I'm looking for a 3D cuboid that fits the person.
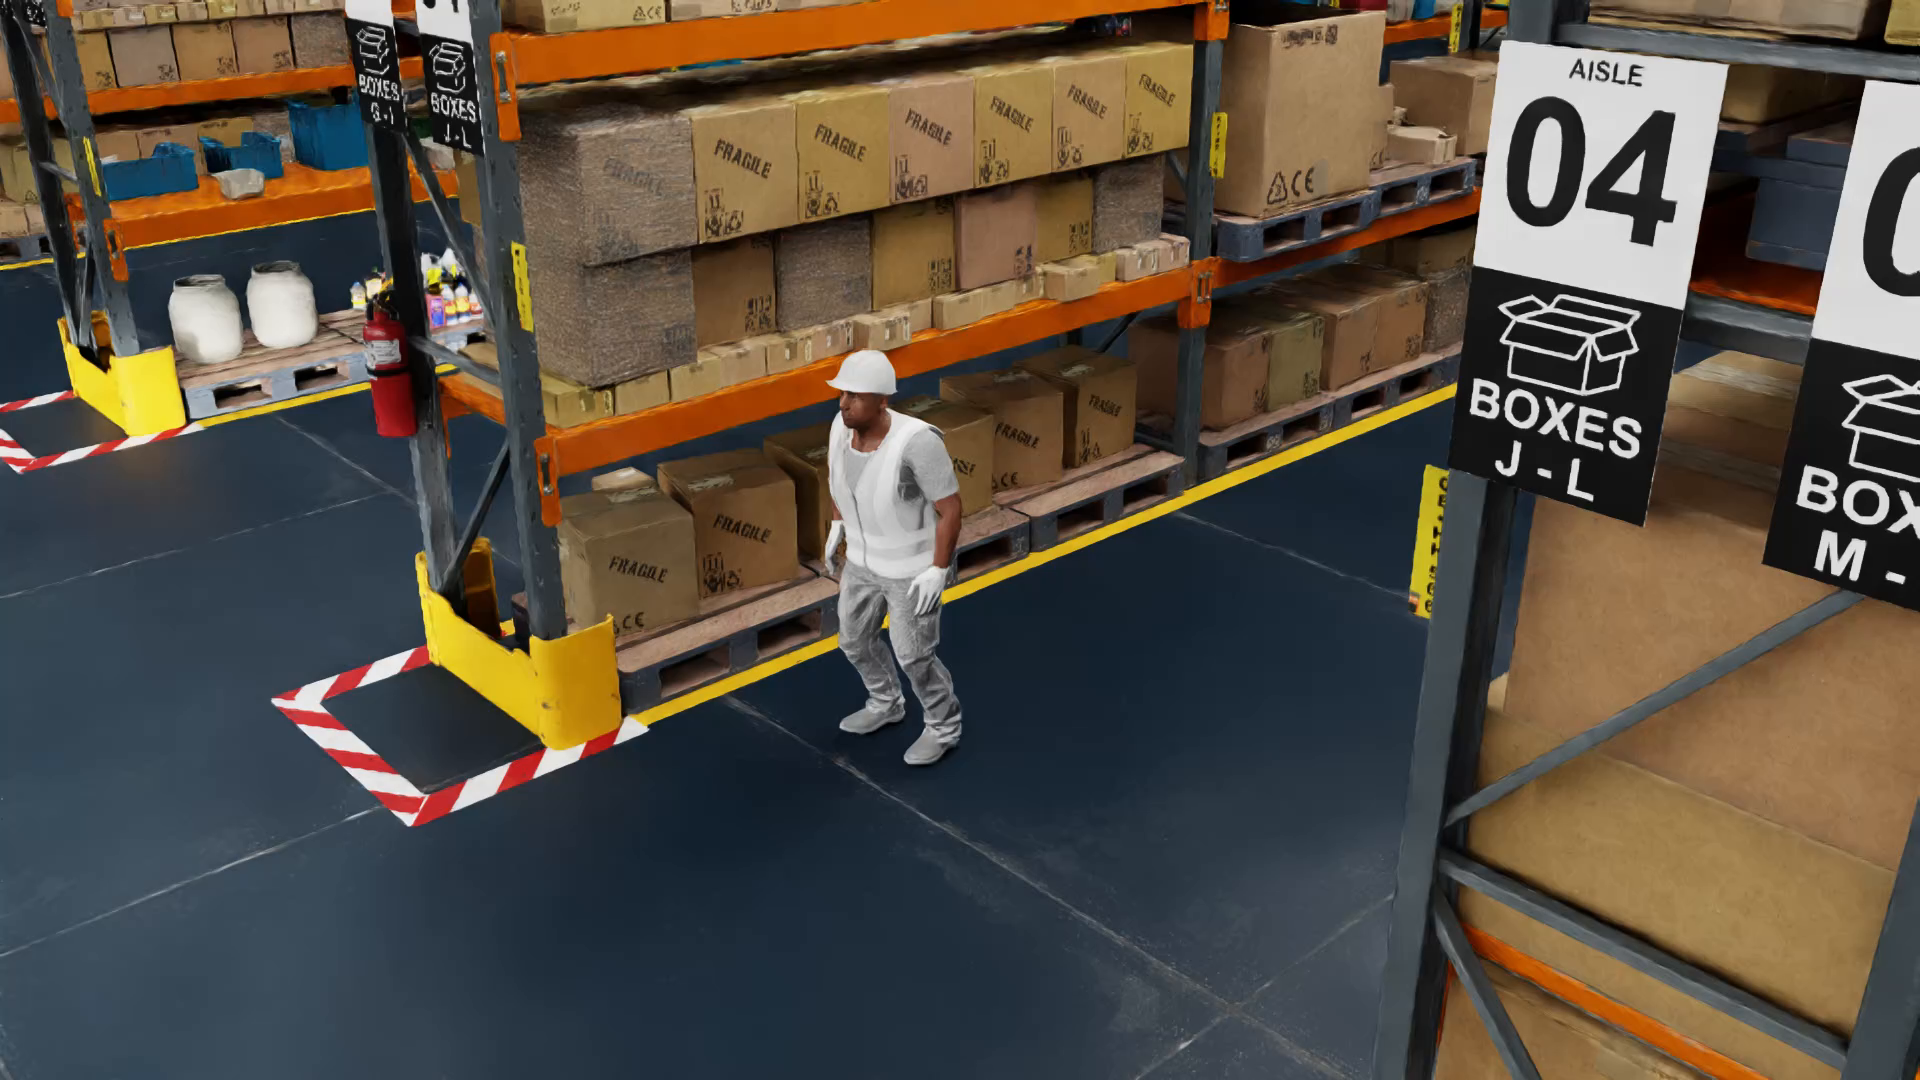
[{"bbox_3d":[-0.277,0.079,6.446,0.521,1.744,0.698,-22,32,-40],"label":"person"}]
